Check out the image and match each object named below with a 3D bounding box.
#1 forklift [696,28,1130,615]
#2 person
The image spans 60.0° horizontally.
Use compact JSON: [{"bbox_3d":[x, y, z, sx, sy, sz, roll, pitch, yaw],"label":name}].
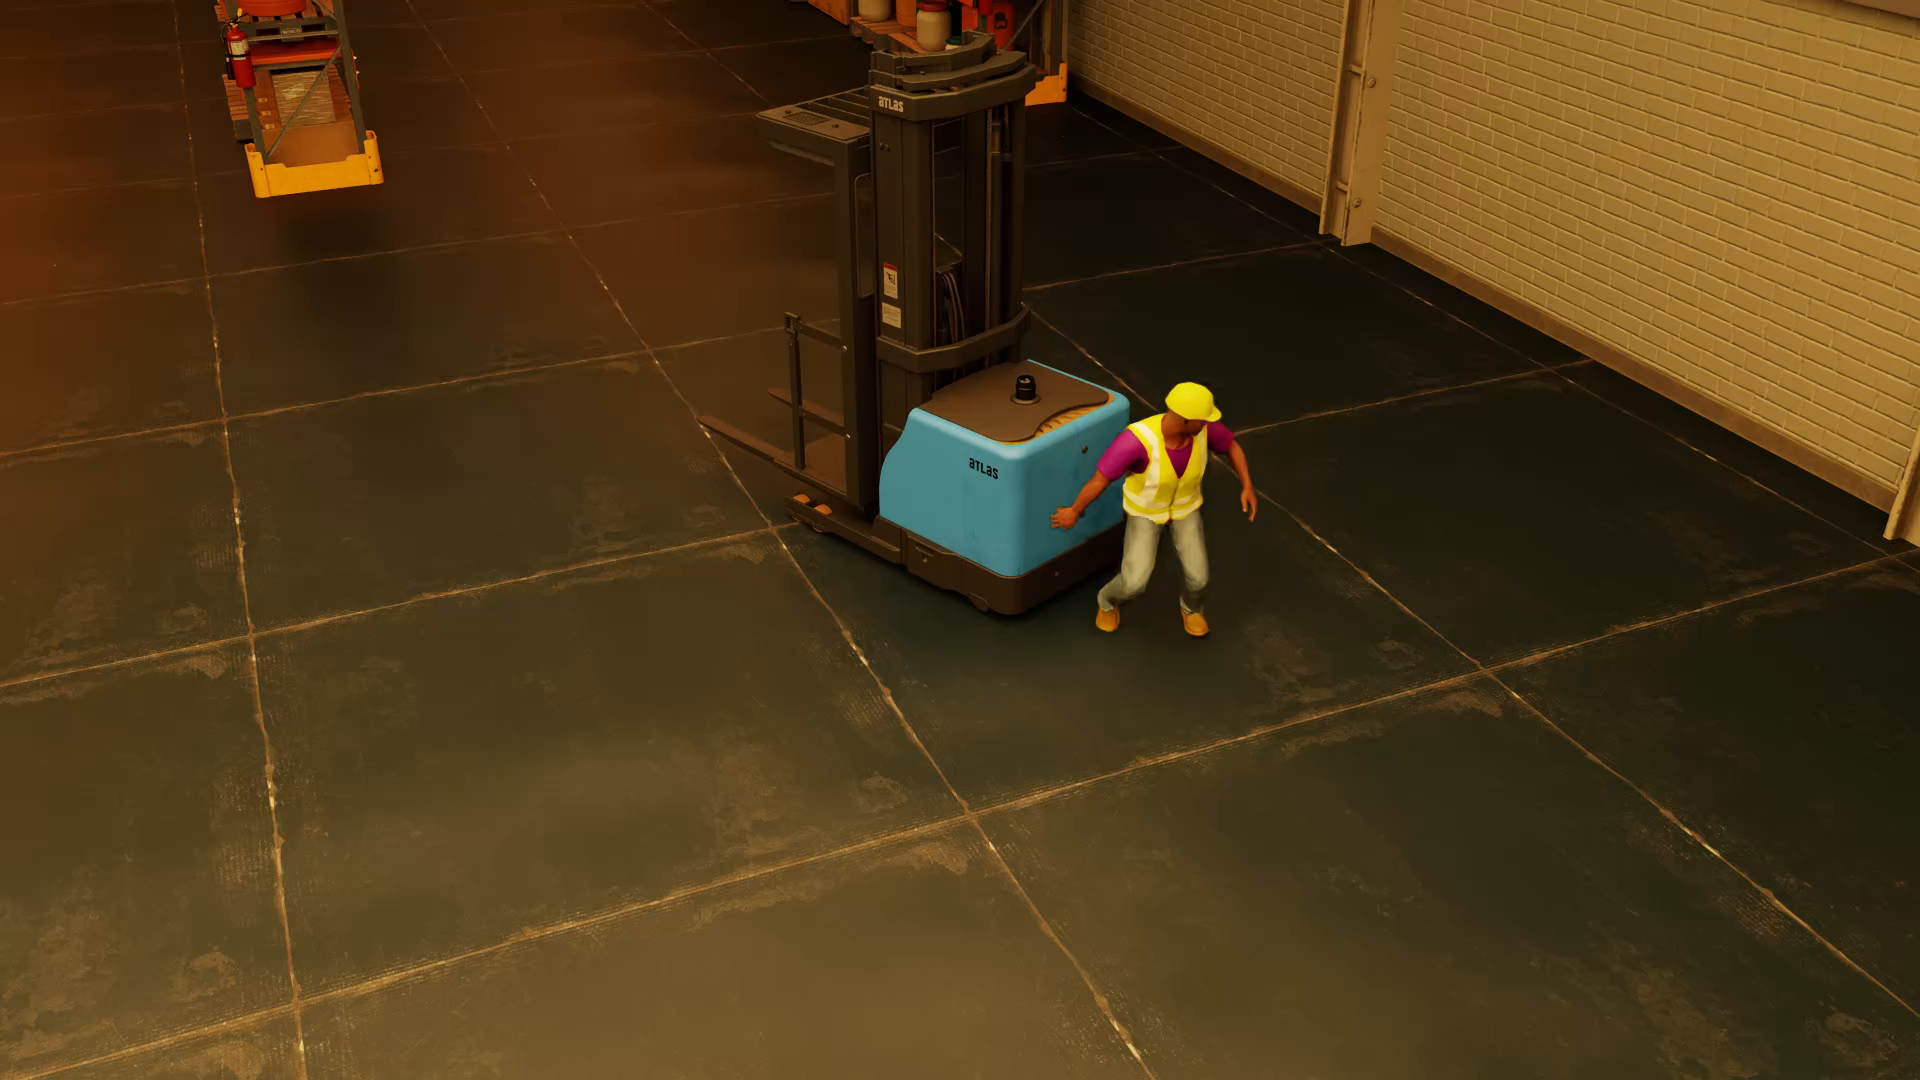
[{"bbox_3d":[-0.436,-1.483,9.714,3.031,2.935,1.130,26,39,37],"label":"forklift"},{"bbox_3d":[1.025,-0.132,8.774,1.042,1.641,0.507,-7,30,-11],"label":"person"}]
